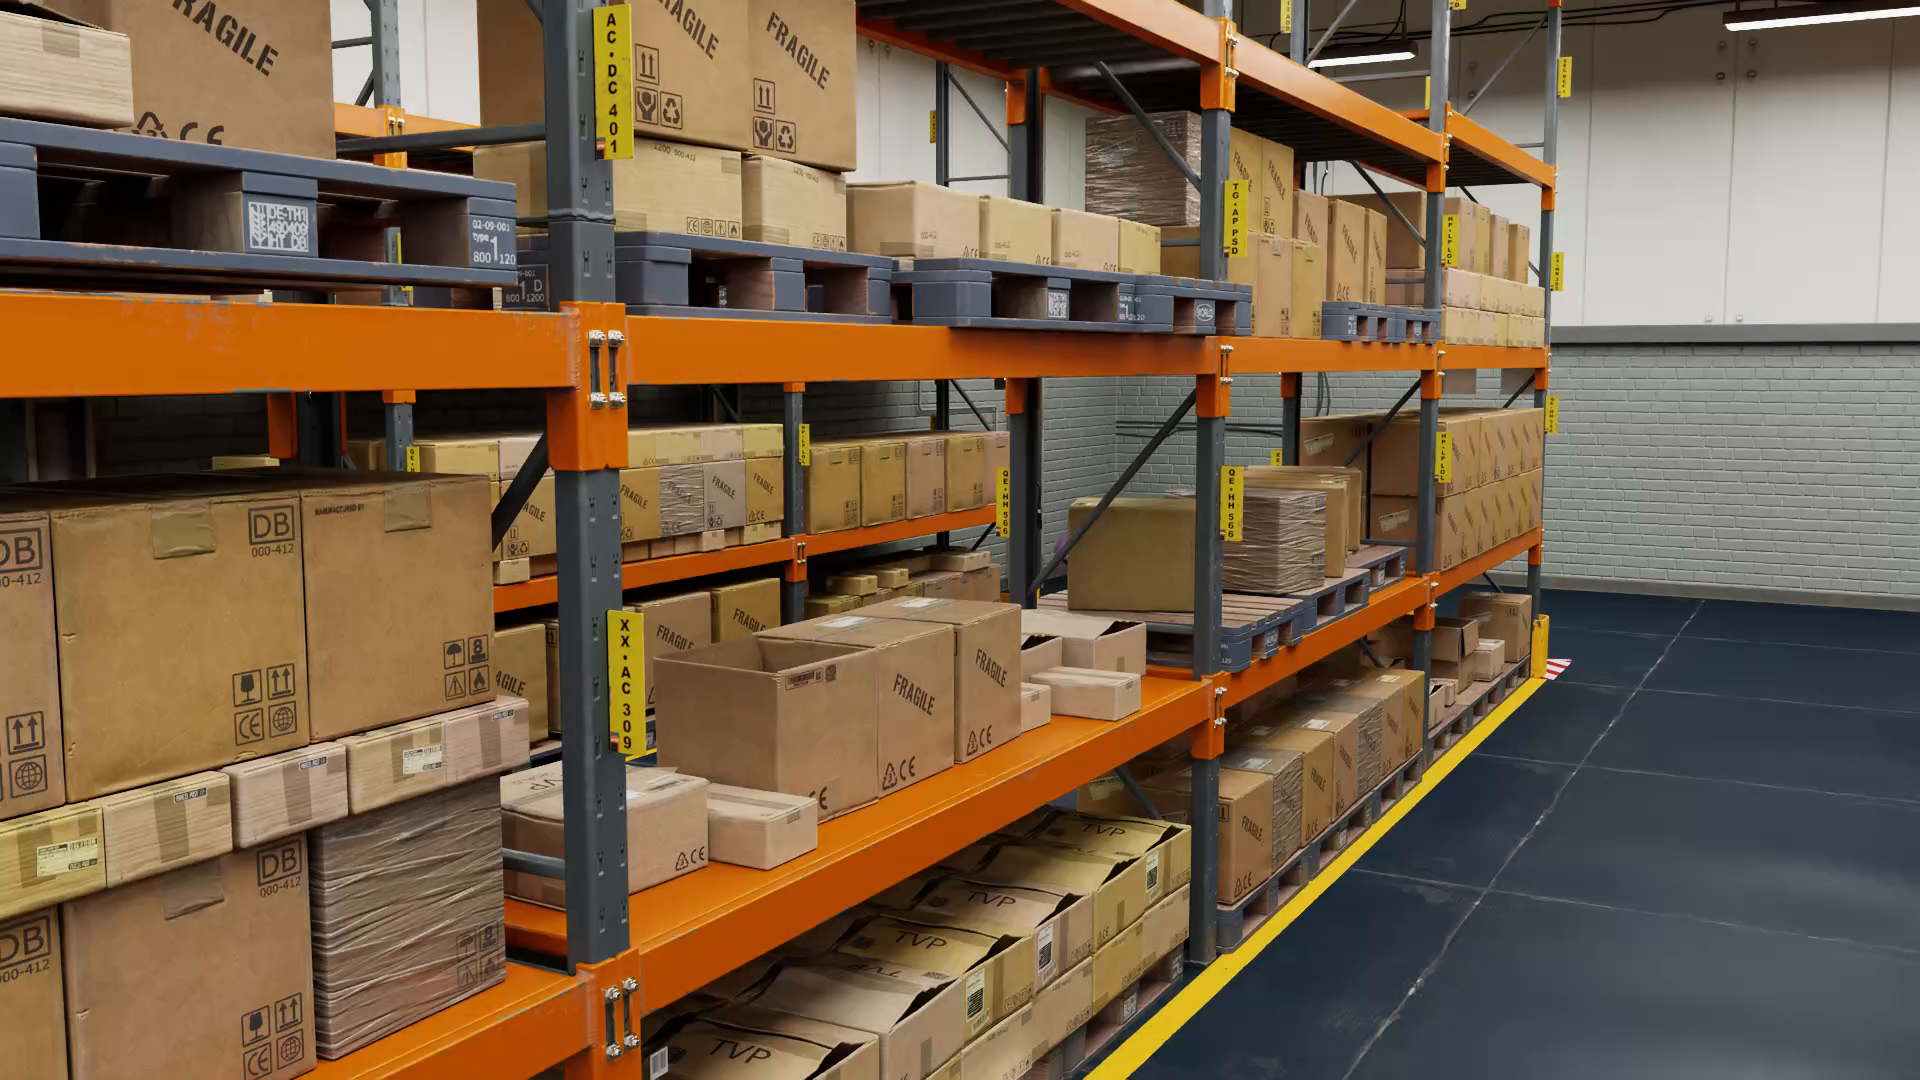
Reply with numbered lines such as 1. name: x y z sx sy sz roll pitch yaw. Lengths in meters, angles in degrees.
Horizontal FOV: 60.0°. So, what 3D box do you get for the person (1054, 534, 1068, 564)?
1. person: 1.472 0.240 18.695 0.830 0.918 0.426 0 6 -1
